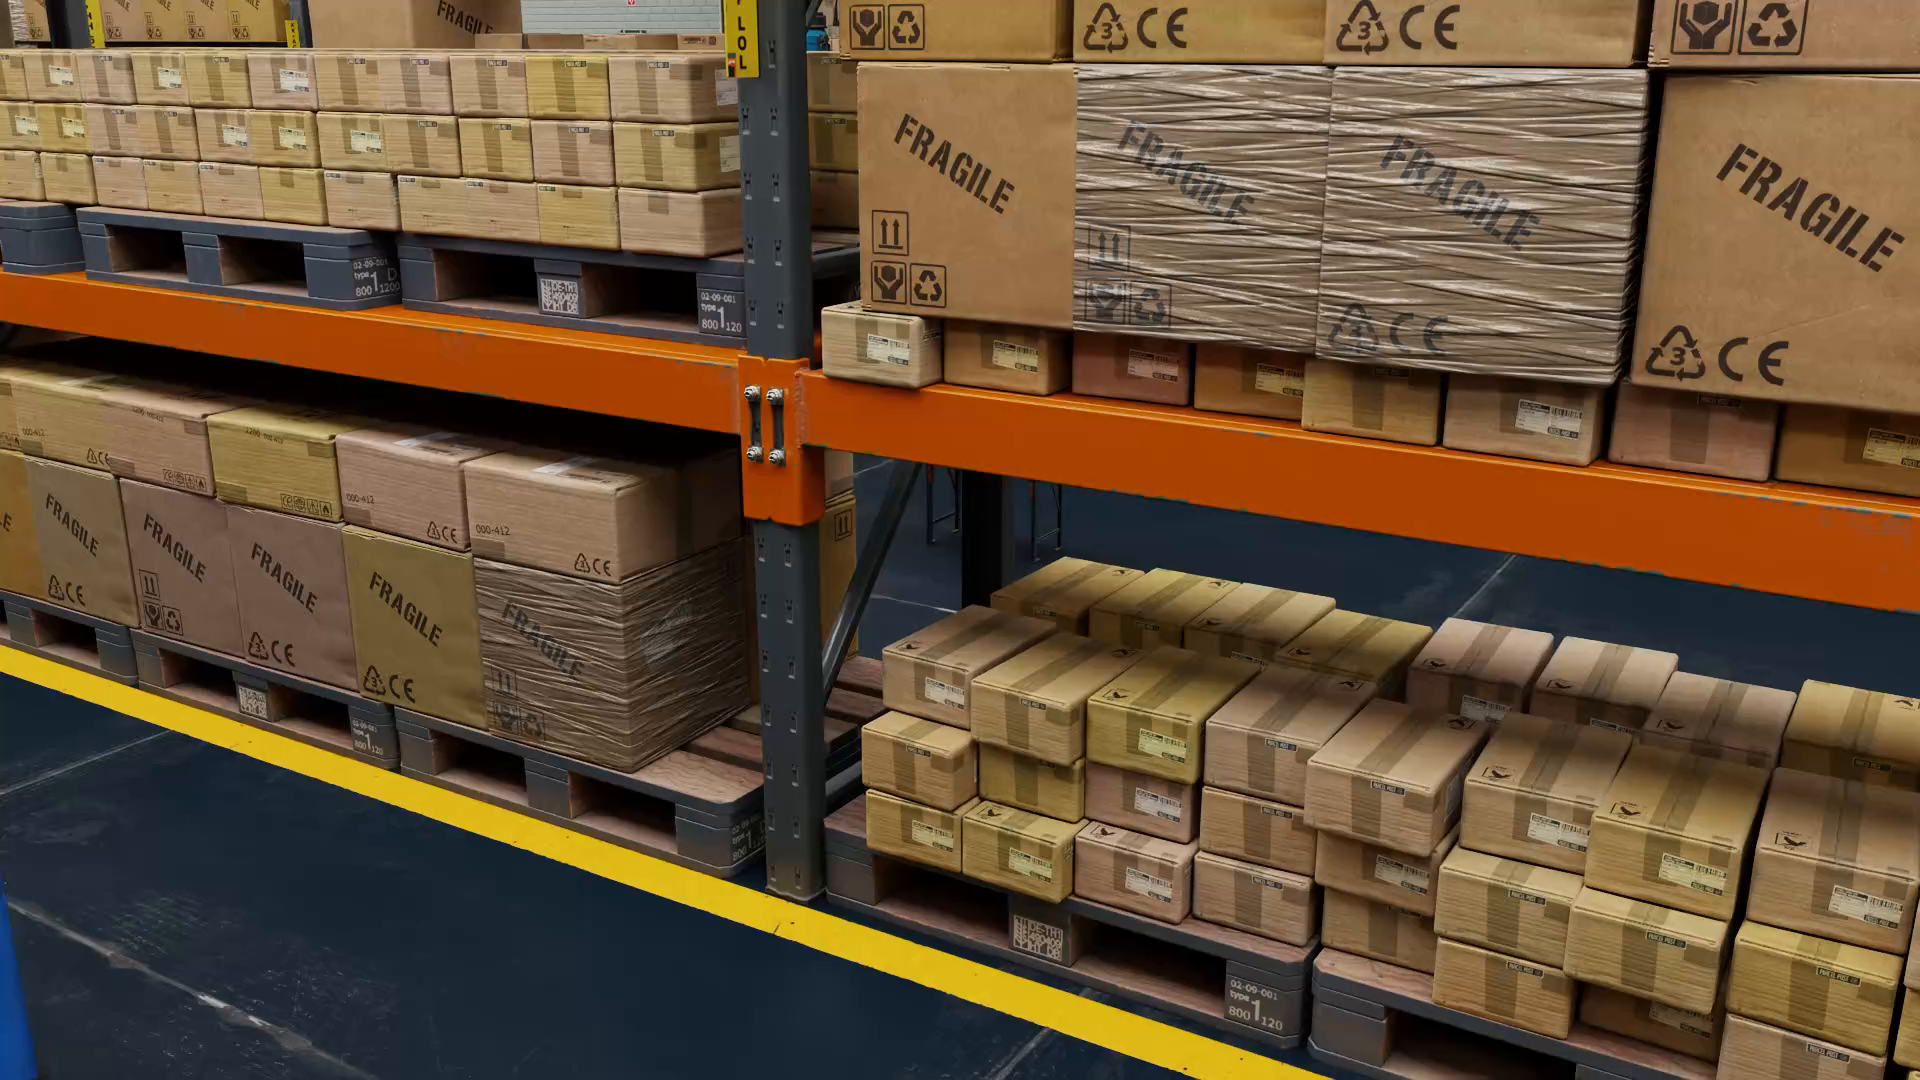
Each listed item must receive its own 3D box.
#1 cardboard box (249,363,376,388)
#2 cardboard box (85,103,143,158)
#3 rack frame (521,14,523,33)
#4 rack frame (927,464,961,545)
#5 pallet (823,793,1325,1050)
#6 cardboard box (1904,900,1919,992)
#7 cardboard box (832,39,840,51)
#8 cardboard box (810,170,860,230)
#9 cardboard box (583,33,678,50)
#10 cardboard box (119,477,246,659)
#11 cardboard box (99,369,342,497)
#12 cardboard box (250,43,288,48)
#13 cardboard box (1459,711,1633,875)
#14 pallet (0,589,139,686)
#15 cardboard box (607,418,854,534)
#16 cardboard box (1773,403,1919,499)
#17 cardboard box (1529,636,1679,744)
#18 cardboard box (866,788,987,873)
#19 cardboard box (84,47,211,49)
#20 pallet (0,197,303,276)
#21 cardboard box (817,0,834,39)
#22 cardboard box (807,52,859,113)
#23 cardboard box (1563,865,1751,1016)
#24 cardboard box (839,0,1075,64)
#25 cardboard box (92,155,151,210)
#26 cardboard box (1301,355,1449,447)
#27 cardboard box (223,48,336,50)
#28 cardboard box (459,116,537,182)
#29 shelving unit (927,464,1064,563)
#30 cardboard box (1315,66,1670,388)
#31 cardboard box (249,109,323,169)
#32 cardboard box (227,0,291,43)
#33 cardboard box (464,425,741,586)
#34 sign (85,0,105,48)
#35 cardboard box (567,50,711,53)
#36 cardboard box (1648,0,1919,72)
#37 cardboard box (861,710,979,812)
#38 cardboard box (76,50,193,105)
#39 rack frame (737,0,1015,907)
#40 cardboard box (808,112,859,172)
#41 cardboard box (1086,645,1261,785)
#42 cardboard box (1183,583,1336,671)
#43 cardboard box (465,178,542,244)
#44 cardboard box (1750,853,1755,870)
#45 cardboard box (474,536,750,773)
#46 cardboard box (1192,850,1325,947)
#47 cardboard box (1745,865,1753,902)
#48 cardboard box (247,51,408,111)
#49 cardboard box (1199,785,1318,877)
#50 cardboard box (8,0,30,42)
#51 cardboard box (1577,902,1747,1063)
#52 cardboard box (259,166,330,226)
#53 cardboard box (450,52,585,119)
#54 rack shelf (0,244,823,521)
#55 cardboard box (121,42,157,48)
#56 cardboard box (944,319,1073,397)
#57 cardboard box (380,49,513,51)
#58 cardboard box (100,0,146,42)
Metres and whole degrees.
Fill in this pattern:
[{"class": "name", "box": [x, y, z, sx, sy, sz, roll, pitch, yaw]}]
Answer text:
[{"class": "cardboard box", "box": [-1.986, -0.467, 5.546, 0.500, 0.250, 0.500, 11, 20, 31]}, {"class": "cardboard box", "box": [-2.372, -1.241, 5.003, 0.250, 0.149, 0.380, 10, 20, 30]}, {"class": "rack frame", "box": [-5.110, -4.954, 18.031, 0.127, 3.000, 1.000, 10, 20, 30]}, {"class": "rack frame", "box": [-0.067, -0.586, 6.746, 0.015, 1.200, 0.240, 10, 20, 30]}, {"class": "pallet", "box": [0.433, 0.738, 4.088, 1.213, 0.211, 1.003, 10, 20, 30]}, {"class": "cardboard box", "box": [1.750, 0.637, 2.782, 0.250, 0.149, 0.380, 11, 20, 32]}, {"class": "cardboard box", "box": [-1.412, -6.269, 21.071, 0.250, 0.149, 0.380, 9, 19, 28]}, {"class": "cardboard box", "box": [-0.253, -0.944, 4.538, 0.250, 0.149, 0.380, 9, 19, 27]}, {"class": "cardboard box", "box": [-1.894, -2.892, 10.347, 0.500, 0.500, 0.700, 14, 22, 38]}, {"class": "cardboard box", "box": [-2.227, 0.021, 5.231, 0.500, 0.500, 0.500, 10, 19, 29]}, {"class": "cardboard box", "box": [-2.259, -0.341, 5.131, 0.500, 0.250, 0.500, 10, 20, 30]}, {"class": "cardboard box", "box": [-4.644, -3.393, 12.207, 0.500, 0.500, 0.875, 10, 20, 30]}, {"class": "cardboard box", "box": [1.156, 0.490, 3.268, 0.250, 0.149, 0.380, 9, 19, 28]}, {"class": "pallet", "box": [-2.902, 0.156, 6.006, 1.213, 0.211, 1.003, 10, 20, 30]}, {"class": "cardboard box", "box": [-0.650, -0.231, 4.769, 0.500, 0.250, 0.500, 9, 19, 28]}, {"class": "cardboard box", "box": [1.538, -0.194, 2.793, 0.250, 0.149, 0.380, 11, 20, 31]}, {"class": "cardboard box", "box": [1.431, 0.359, 3.698, 0.250, 0.149, 0.380, 9, 19, 28]}, {"class": "cardboard box", "box": [-0.016, 0.609, 3.899, 0.250, 0.149, 0.380, 9, 19, 28]}, {"class": "cardboard box", "box": [-2.909, -1.702, 6.010, 0.250, 0.149, 0.380, 9, 19, 28]}, {"class": "pallet", "box": [-2.904, -1.124, 5.751, 1.003, 0.211, 1.213, 10, 20, 30]}, {"class": "cardboard box", "box": [-1.627, -6.688, 21.335, 0.500, 0.500, 0.700, 10, 19, 29]}, {"class": "cardboard box", "box": [-0.253, -1.229, 4.451, 0.250, 0.149, 0.380, 11, 20, 33]}, {"class": "cardboard box", "box": [1.302, 0.697, 3.095, 0.250, 0.149, 0.380, 10, 20, 31]}, {"class": "cardboard box", "box": [0.099, -1.229, 3.362, 0.500, 0.500, 0.500, 11, 20, 31]}, {"class": "cardboard box", "box": [-2.373, -1.098, 5.045, 0.250, 0.149, 0.380, 11, 20, 32]}, {"class": "cardboard box", "box": [0.835, -0.299, 3.138, 0.250, 0.149, 0.380, 11, 20, 31]}, {"class": "cardboard box", "box": [-2.244, -1.584, 5.621, 0.250, 0.149, 0.380, 11, 20, 32]}, {"class": "cardboard box", "box": [-1.036, -1.002, 4.218, 0.250, 0.149, 0.380, 11, 20, 32]}, {"class": "shelving unit", "box": [0.141, -0.549, 6.624, 0.503, 1.200, 0.258, 10, 20, 30]}, {"class": "cardboard box", "box": [0.968, -0.583, 2.955, 0.500, 0.500, 0.500, 10, 19, 29]}, {"class": "cardboard box", "box": [-1.726, -1.124, 4.618, 0.250, 0.149, 0.380, 10, 20, 30]}, {"class": "cardboard box", "box": [-4.821, -3.788, 11.787, 0.500, 0.500, 0.500, 10, 20, 30]}, {"class": "cardboard box", "box": [-0.925, -0.104, 4.350, 0.500, 0.250, 0.500, 10, 19, 29]}, {"class": "sign", "box": [-3.291, -1.950, 6.283, 0.005, 0.325, 0.100, 10, 20, 30]}, {"class": "cardboard box", "box": [-0.922, -1.348, 4.843, 0.250, 0.149, 0.380, 10, 19, 29]}, {"class": "cardboard box", "box": [1.398, -0.991, 2.579, 0.500, 0.500, 0.500, 9, 19, 28]}, {"class": "cardboard box", "box": [-0.017, 0.466, 3.858, 0.250, 0.149, 0.380, 11, 20, 33]}, {"class": "cardboard box", "box": [-2.380, -1.385, 4.967, 0.250, 0.149, 0.380, 11, 20, 33]}, {"class": "rack frame", "box": [-0.158, -0.689, 3.990, 0.127, 3.000, 1.000, 10, 20, 30]}, {"class": "cardboard box", "box": [-0.253, -1.086, 4.495, 0.250, 0.149, 0.380, 10, 20, 31]}, {"class": "cardboard box", "box": [0.472, 0.376, 3.643, 0.250, 0.149, 0.380, 10, 19, 29]}, {"class": "cardboard box", "box": [0.736, 0.244, 4.076, 0.250, 0.149, 0.380, 10, 20, 30]}, {"class": "cardboard box", "box": [-1.033, -0.859, 4.259, 0.250, 0.149, 0.380, 10, 20, 30]}, {"class": "cardboard box", "box": [1.564, 0.568, 3.520, 0.250, 0.149, 0.380, 11, 20, 33]}, {"class": "cardboard box", "box": [-0.921, 0.255, 4.457, 0.500, 0.500, 0.500, 10, 19, 29]}, {"class": "cardboard box", "box": [0.692, 0.700, 3.597, 0.250, 0.149, 0.380, 10, 19, 29]}, {"class": "cardboard box", "box": [1.646, 0.691, 3.627, 0.250, 0.149, 0.380, 10, 20, 30]}, {"class": "cardboard box", "box": [-1.713, -1.266, 4.574, 0.250, 0.149, 0.380, 9, 19, 28]}, {"class": "cardboard box", "box": [0.701, 0.552, 3.574, 0.250, 0.149, 0.380, 9, 19, 27]}, {"class": "cardboard box", "box": [-7.376, -4.245, 13.292, 0.500, 0.500, 0.500, 10, 20, 30]}, {"class": "cardboard box", "box": [1.375, 0.817, 3.213, 0.250, 0.149, 0.380, 11, 20, 32]}, {"class": "cardboard box", "box": [-1.712, -0.979, 4.653, 0.250, 0.149, 0.380, 11, 20, 32]}, {"class": "cardboard box", "box": [-1.051, -1.148, 4.186, 0.250, 0.149, 0.380, 9, 19, 28]}, {"class": "rack shelf", "box": [-1.862, -0.649, 5.096, 4.000, 0.370, 1.077, 10, 20, 30]}, {"class": "cardboard box", "box": [-5.935, -3.615, 12.939, 0.500, 0.500, 0.875, 10, 20, 30]}, {"class": "cardboard box", "box": [0.171, -0.424, 3.549, 0.250, 0.149, 0.380, 11, 20, 32]}, {"class": "cardboard box", "box": [-1.587, -1.465, 5.230, 0.250, 0.149, 0.380, 11, 20, 32]}, {"class": "cardboard box", "box": [-6.097, -4.017, 12.541, 0.500, 0.500, 0.500, 10, 20, 30]}]
